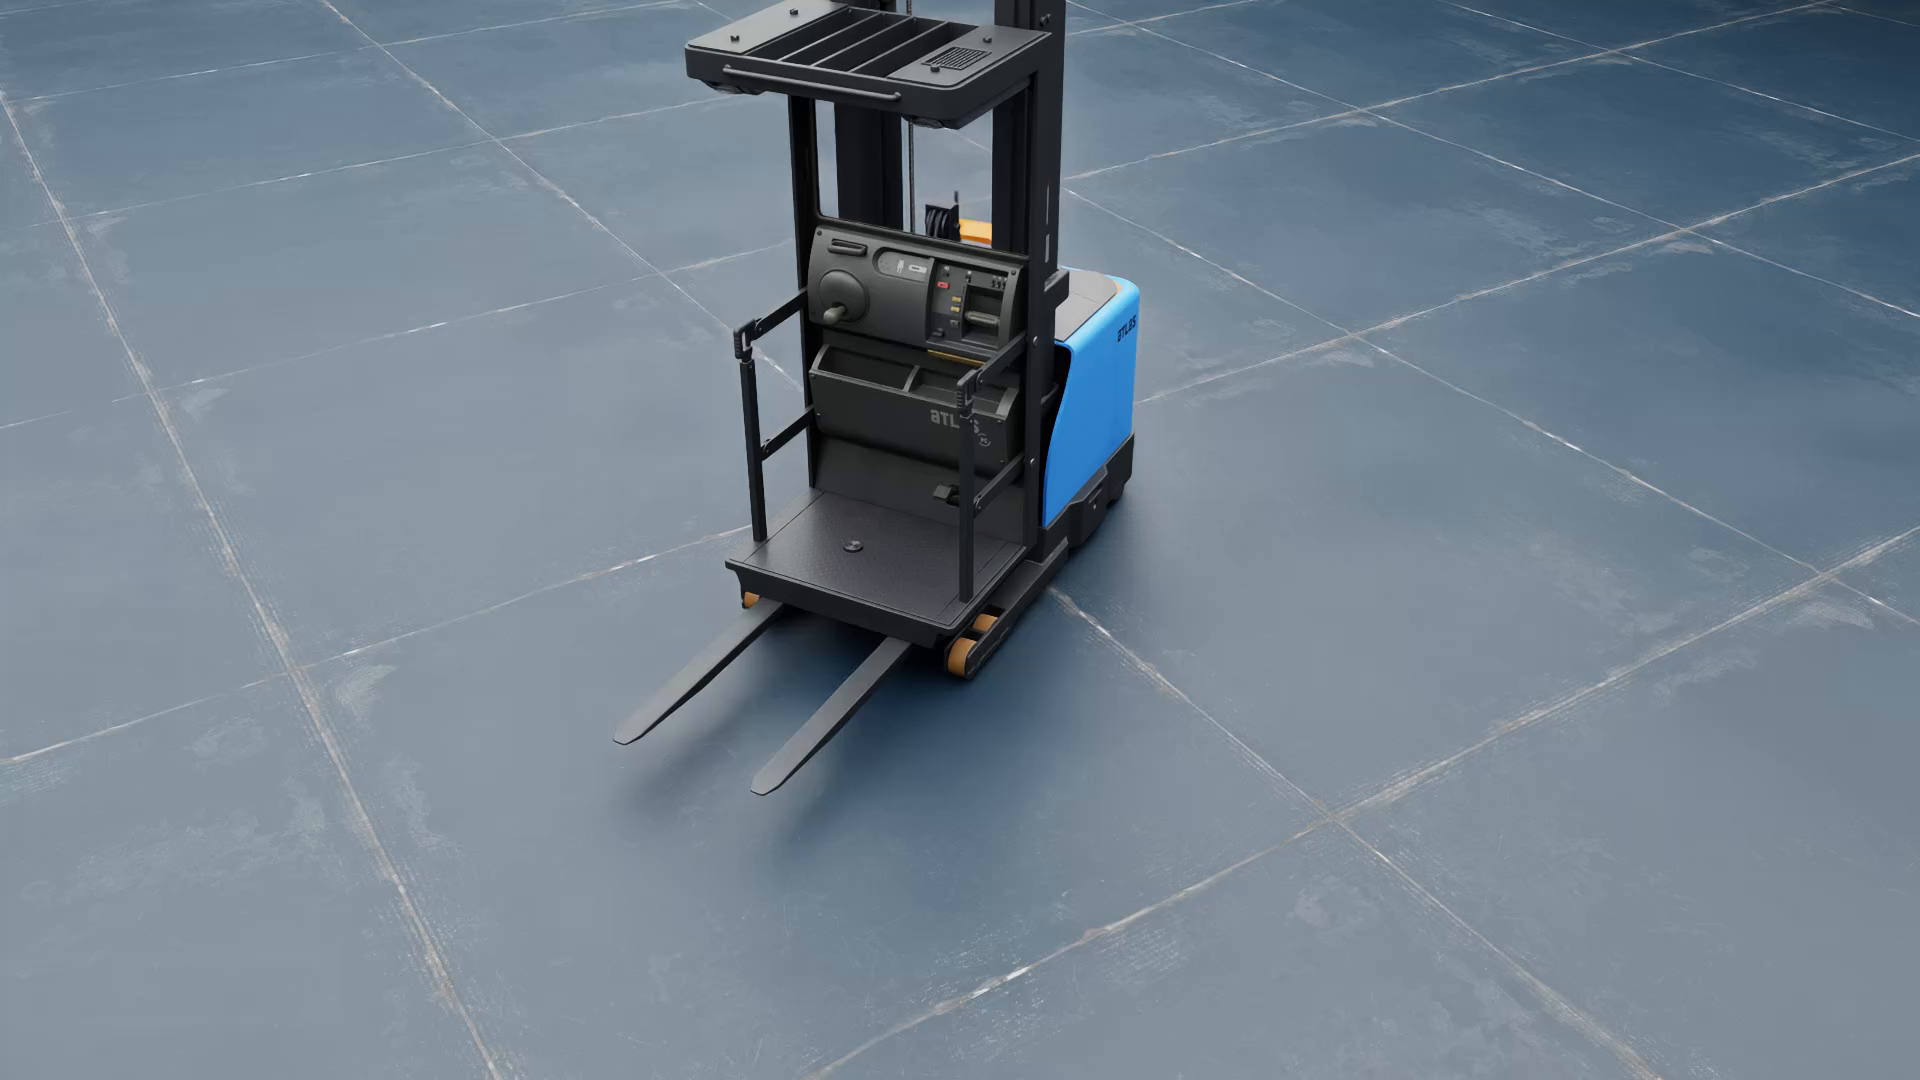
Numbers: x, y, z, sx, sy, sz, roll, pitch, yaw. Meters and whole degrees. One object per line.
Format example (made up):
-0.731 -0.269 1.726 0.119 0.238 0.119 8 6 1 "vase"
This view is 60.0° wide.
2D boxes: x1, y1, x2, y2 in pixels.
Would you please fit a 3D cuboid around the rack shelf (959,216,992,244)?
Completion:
0.169 -1.461 8.189 0.480 0.148 0.258 12 29 18 "rack shelf"

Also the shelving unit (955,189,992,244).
0.156 -1.114 8.372 0.503 1.200 0.258 12 29 18 "shelving unit"

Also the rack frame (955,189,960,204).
-0.070 -1.162 8.448 0.015 1.200 0.240 12 29 18 "rack frame"

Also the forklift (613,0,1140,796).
-0.291 -0.944 6.499 1.130 2.935 3.031 16 35 23 "forklift"
